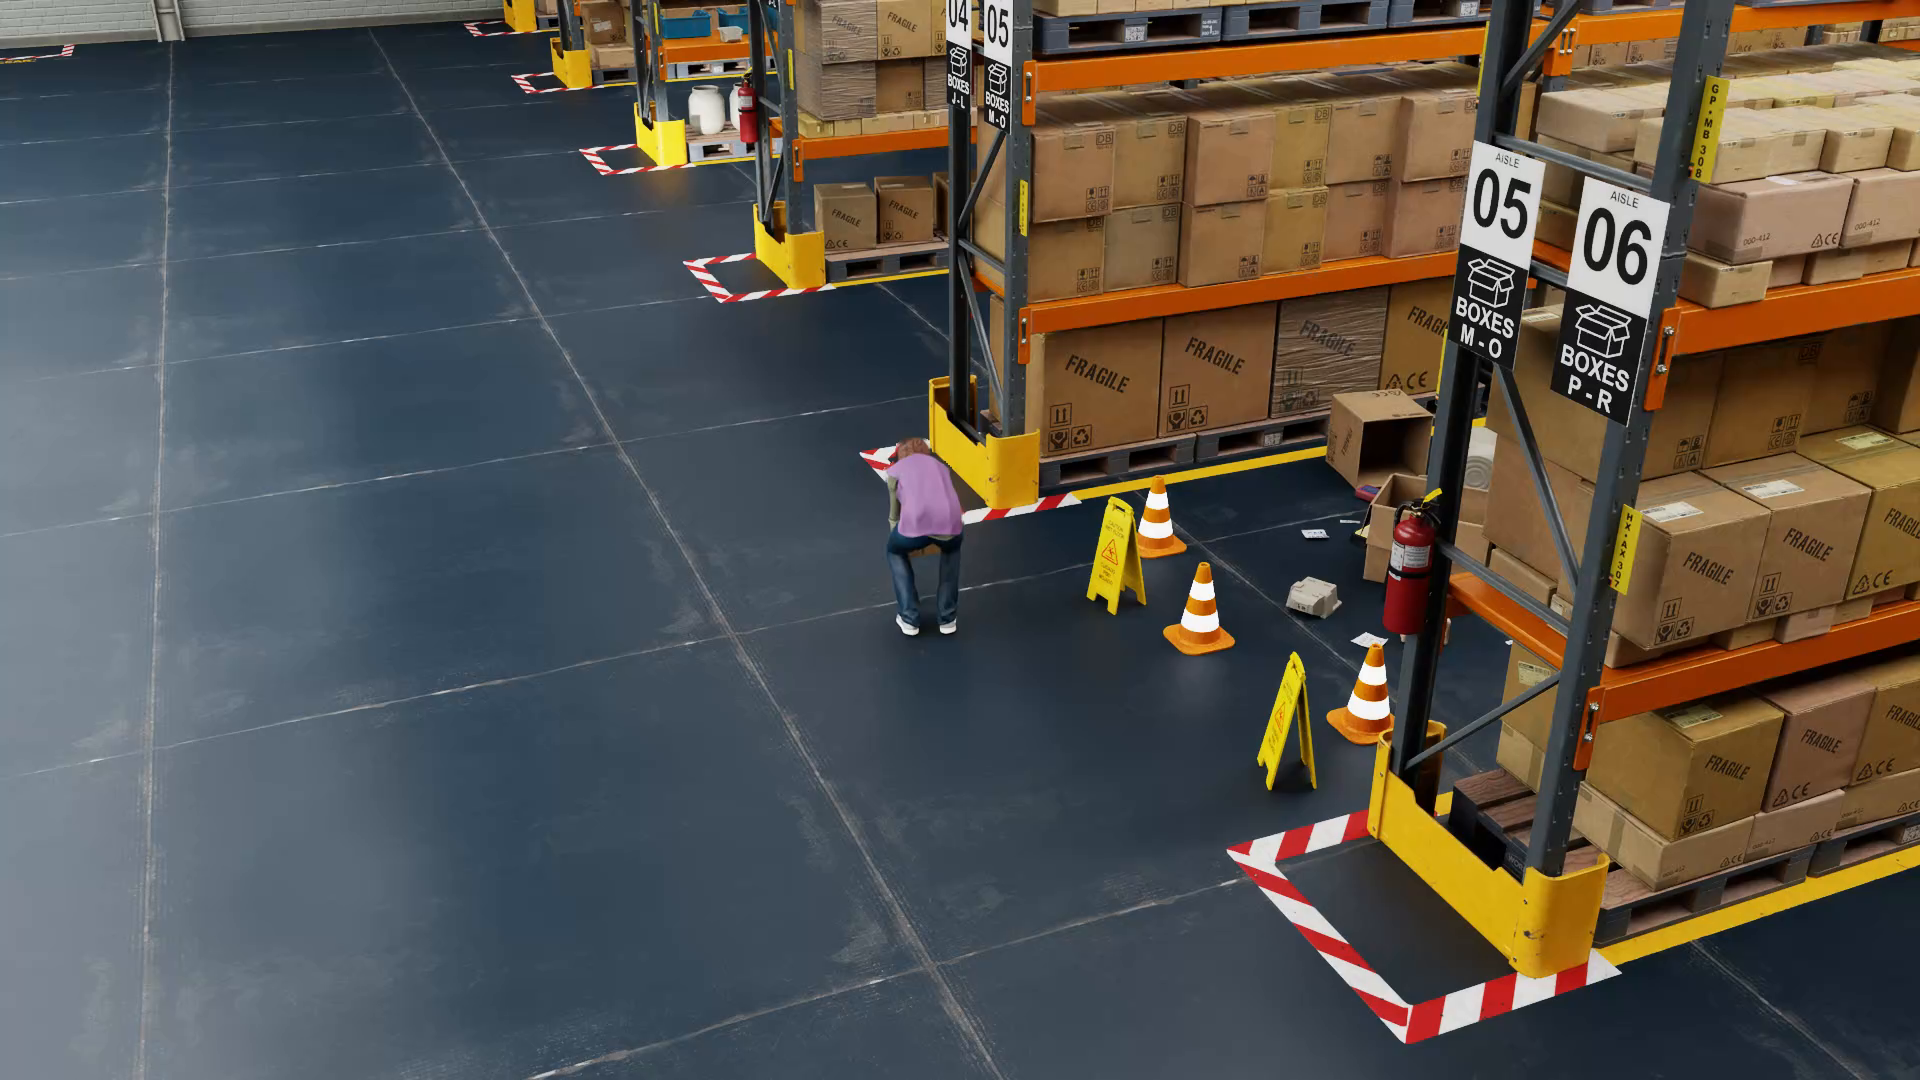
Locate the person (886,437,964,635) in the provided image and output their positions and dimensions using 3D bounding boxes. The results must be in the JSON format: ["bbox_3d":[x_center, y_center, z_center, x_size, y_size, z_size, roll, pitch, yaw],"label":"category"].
[{"bbox_3d":[-0.208,-0.009,9.364,0.423,0.960,0.863,-4,27,-8],"label":"person"}]
